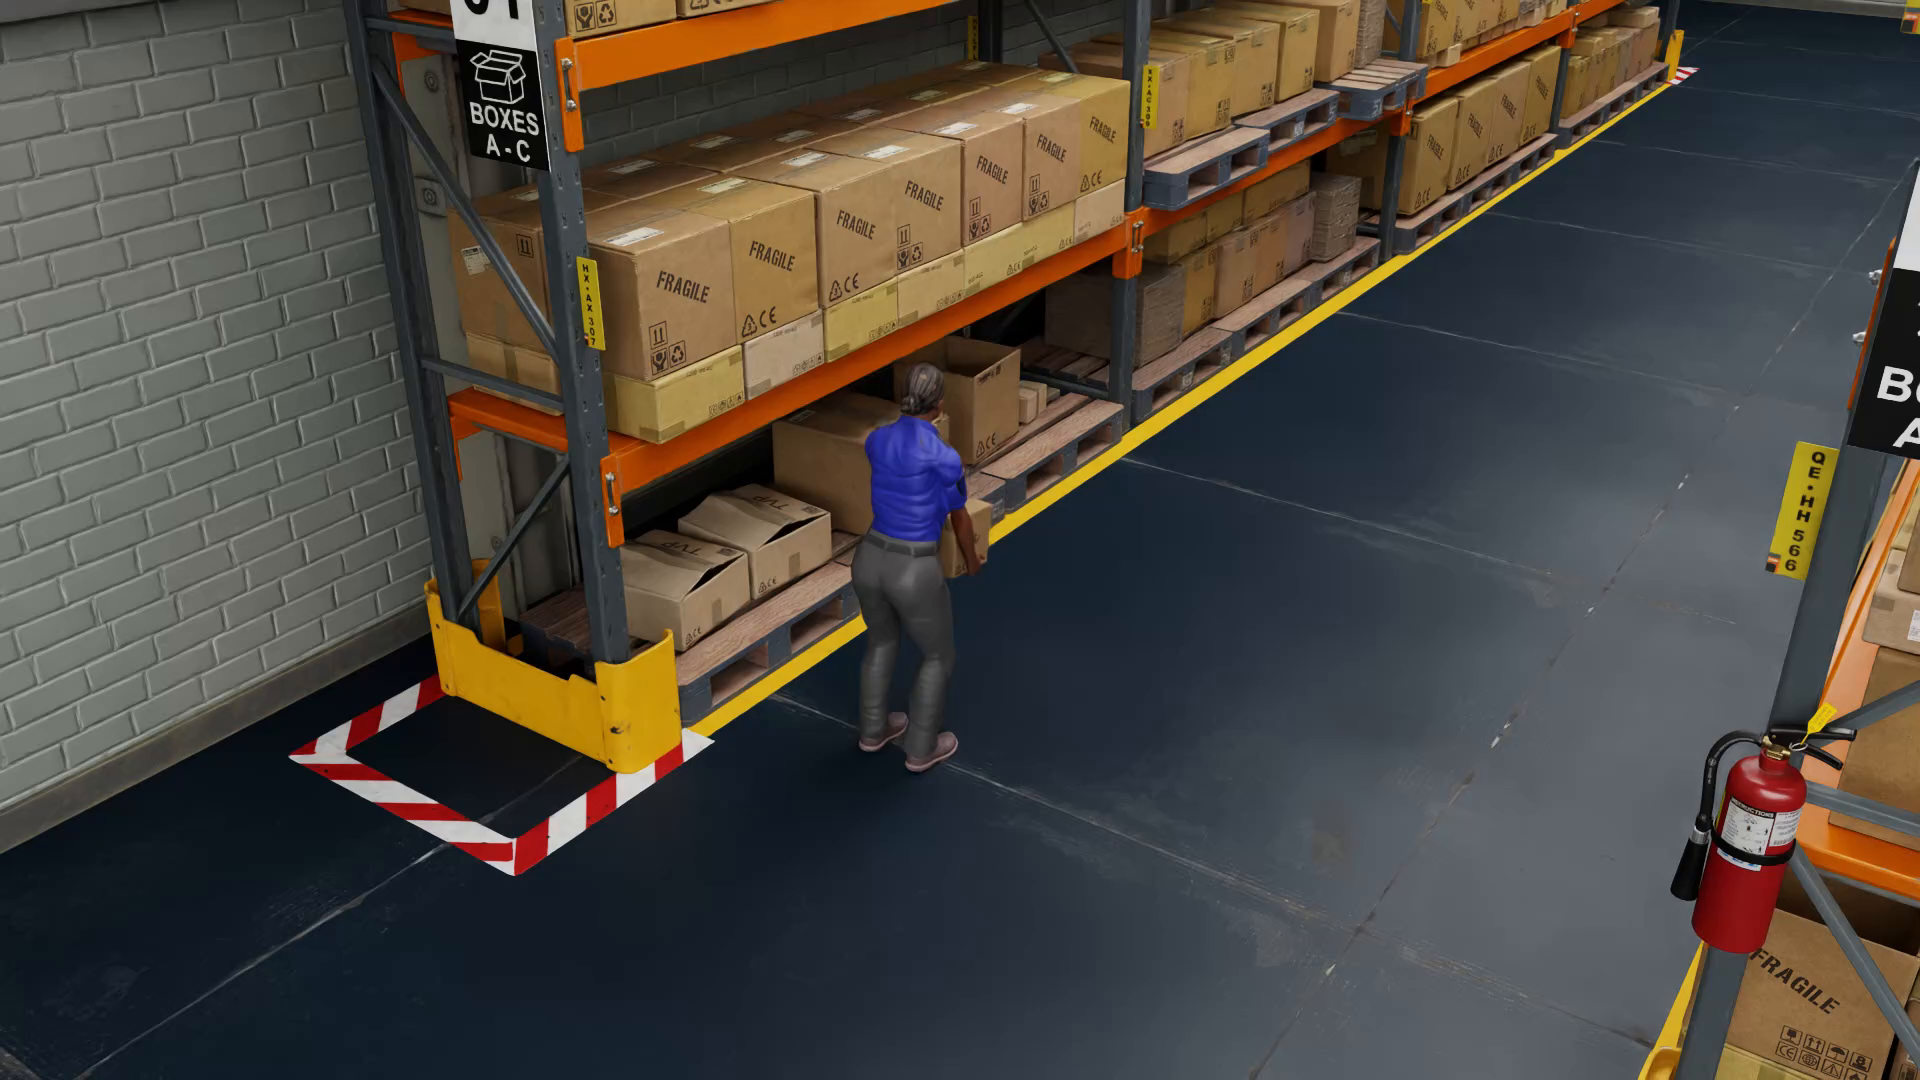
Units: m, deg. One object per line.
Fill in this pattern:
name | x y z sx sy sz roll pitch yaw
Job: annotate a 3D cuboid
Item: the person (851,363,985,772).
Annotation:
person | -0.174 0.097 6.486 0.412 1.621 0.552 17 32 29
